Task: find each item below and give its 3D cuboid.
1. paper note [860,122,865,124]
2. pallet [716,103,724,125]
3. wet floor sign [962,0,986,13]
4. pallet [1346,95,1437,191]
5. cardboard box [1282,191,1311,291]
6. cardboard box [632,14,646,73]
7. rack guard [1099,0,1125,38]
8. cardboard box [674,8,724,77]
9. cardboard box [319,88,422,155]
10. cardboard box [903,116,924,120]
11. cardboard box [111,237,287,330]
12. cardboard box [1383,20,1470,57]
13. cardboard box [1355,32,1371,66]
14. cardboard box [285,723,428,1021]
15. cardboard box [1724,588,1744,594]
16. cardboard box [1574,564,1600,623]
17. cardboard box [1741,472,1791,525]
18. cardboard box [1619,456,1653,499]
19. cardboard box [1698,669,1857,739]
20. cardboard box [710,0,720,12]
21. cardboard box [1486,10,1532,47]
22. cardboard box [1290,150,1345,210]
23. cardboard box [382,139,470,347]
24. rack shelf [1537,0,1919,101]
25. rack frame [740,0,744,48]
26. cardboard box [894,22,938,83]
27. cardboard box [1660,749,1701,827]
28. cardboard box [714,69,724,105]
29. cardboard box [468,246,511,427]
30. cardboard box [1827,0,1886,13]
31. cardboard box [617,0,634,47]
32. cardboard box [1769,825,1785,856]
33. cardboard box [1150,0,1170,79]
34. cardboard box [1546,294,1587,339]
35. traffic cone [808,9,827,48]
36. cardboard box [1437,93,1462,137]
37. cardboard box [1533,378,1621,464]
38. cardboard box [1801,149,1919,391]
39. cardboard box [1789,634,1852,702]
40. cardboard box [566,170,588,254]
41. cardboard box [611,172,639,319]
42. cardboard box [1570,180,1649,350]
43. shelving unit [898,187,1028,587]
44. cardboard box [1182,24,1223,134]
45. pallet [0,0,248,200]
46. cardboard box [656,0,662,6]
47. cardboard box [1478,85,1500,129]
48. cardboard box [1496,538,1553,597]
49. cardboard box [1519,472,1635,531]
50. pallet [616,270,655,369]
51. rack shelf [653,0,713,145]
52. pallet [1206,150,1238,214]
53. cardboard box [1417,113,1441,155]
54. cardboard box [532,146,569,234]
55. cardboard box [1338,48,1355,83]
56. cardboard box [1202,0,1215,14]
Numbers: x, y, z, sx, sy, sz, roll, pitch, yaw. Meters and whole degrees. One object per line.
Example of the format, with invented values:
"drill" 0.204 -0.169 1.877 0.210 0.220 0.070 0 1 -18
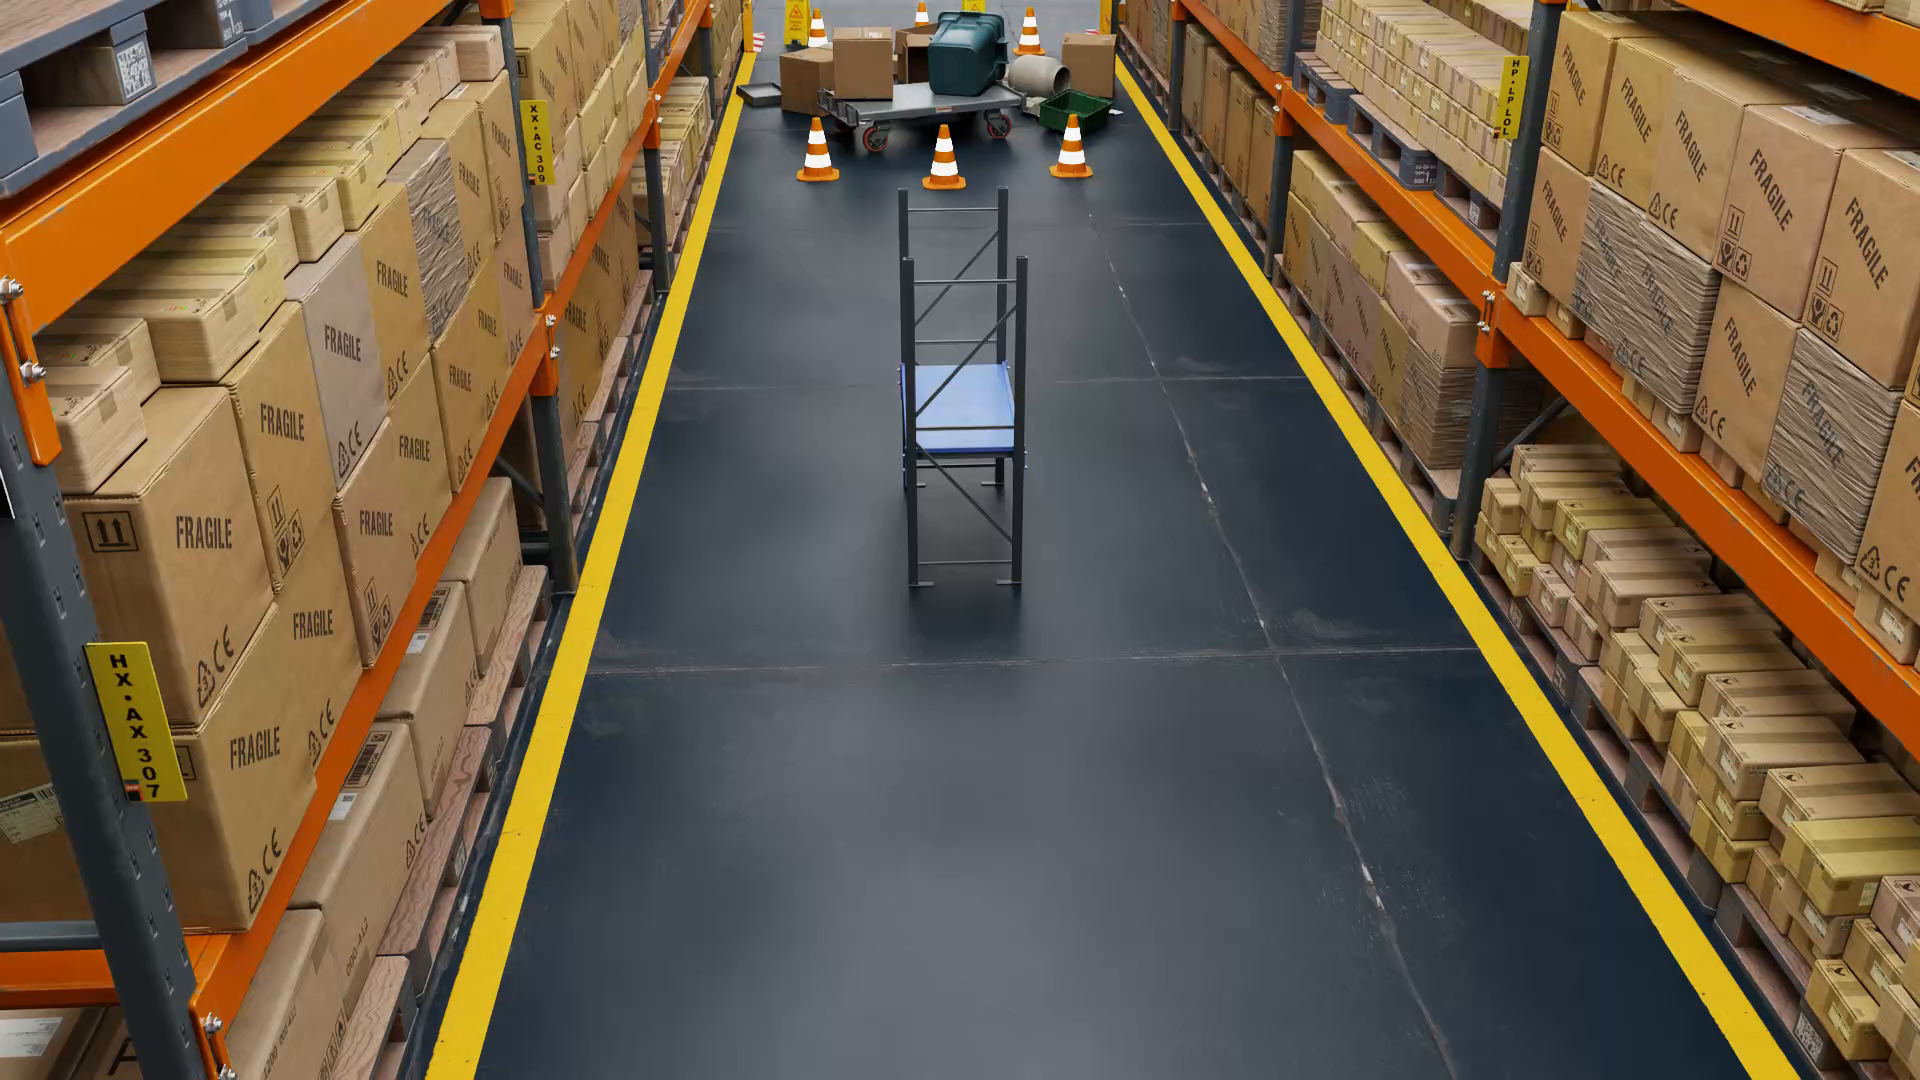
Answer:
"paper note" -0.926 -3.763 14.933 0.148 0.019 0.142 -1 28 -3
"pallet" -2.673 -3.867 14.936 1.003 0.211 1.213 -1 28 -3
"wet floor sign" 0.148 -5.729 18.037 0.267 0.644 0.232 -6 28 -11
"pallet" 2.689 -2.115 8.768 1.003 0.211 1.213 -1 28 -3
"cardboard box" 2.327 -1.858 10.318 0.500 0.500 0.500 -3 28 -5
"cardboard box" -2.115 -2.884 9.658 0.500 0.250 0.500 -1 28 -3
"rack guard" 2.125 -5.710 18.158 1.175 0.500 0.348 -1 28 -3
"cardboard box" -2.364 -4.372 14.598 0.500 0.500 0.500 0 28 0
"cardboard box" -1.862 -1.269 5.049 0.380 0.149 0.250 -2 28 -3
"cardboard box" -0.502 -4.010 15.151 0.258 0.266 0.396 -23 35 -37
"cardboard box" -1.734 -0.561 3.692 0.380 0.149 0.250 -2 28 -4
"cardboard box" 2.445 -2.626 8.716 0.380 0.149 0.250 -1 28 -1
"cardboard box" 2.416 -2.727 9.230 0.380 0.149 0.250 -1 28 -2
"cardboard box" -2.166 0.973 4.958 0.875 0.438 0.875 -1 28 -1
"cardboard box" 3.093 0.302 6.235 0.380 0.149 0.250 -1 28 -1
"cardboard box" 2.615 0.207 6.417 0.380 0.149 0.250 -3 28 -5
"cardboard box" 2.653 -0.170 5.104 0.380 0.149 0.250 -1 28 -2
"cardboard box" 3.032 -0.294 7.055 0.380 0.149 0.250 -1 28 -1
"cardboard box" 2.662 0.555 5.427 0.380 0.149 0.250 -2 28 -4
"cardboard box" -2.310 -4.719 14.562 0.380 0.149 0.250 -1 28 -2
"cardboard box" 3.077 -2.764 8.981 0.380 0.149 0.250 -1 28 -3
"cardboard box" 2.339 -2.199 10.160 0.500 0.250 0.500 -3 28 -5
"cardboard box" -1.830 -0.906 5.055 0.500 0.500 0.500 -1 28 -2
"rack shelf" 2.858 -1.353 4.635 1.077 0.370 4.000 -1 28 -3
"rack frame" -2.811 -6.641 17.240 1.000 3.000 0.127 -1 28 -3
"cardboard box" -0.191 -4.784 16.379 0.797 0.503 0.637 -23 35 -37
"cardboard box" 2.588 0.824 5.555 0.380 0.149 0.250 -1 28 -2
"cardboard box" -2.364 -4.040 14.771 0.500 0.250 0.500 -3 28 -5
"cardboard box" -1.873 -0.698 5.737 0.500 0.500 0.500 -2 28 -4
"cardboard box" 2.580 -1.595 4.484 0.500 0.250 0.500 0 28 0
"cardboard box" -2.070 -2.965 9.002 0.500 0.500 0.500 -1 28 -2
"cardboard box" 2.709 0.924 5.041 0.380 0.149 0.250 -2 28 -3
"cardboard box" 2.322 -4.913 15.769 0.875 0.875 0.875 -1 28 -2
"cardboard box" 2.529 -0.898 6.500 0.380 0.149 0.250 -1 28 -1
"traffic cone" -1.501 -5.349 17.505 0.336 0.463 0.334 -1 28 -3
"cardboard box" 2.491 -2.014 7.863 0.380 0.149 0.250 -2 28 -4
"cardboard box" 2.979 -0.691 8.080 0.500 0.500 0.500 0 28 -1
"cardboard box" 2.627 -0.717 4.370 0.500 0.500 0.500 0 28 0
"cardboard box" 3.077 0.424 5.678 0.380 0.149 0.250 -1 28 -3
"cardboard box" -1.973 -1.481 7.509 0.500 0.250 0.500 -2 28 -4
"cardboard box" -2.441 -1.870 9.935 0.875 0.875 0.875 -2 28 -3
"cardboard box" 2.560 -0.979 5.953 0.500 0.500 0.500 -1 28 -3
"shelving unit" -0.004 -0.704 7.479 0.538 1.500 1.048 -1 28 -3
"cardboard box" 2.458 -3.864 13.894 1.050 0.750 0.750 -2 28 -3
"pallet" -2.025 -0.885 3.056 1.003 0.211 1.213 -1 28 -3
"cardboard box" -2.220 -3.763 10.837 0.500 0.500 0.500 0 28 0
"cardboard box" 2.522 -1.909 7.341 0.380 0.149 0.250 -2 28 -4
"cardboard box" 2.465 0.111 6.922 0.380 0.149 0.250 -1 28 -1
"cardboard box" 2.519 -0.159 6.796 0.380 0.149 0.250 0 28 0
"pallet" -2.428 -1.344 10.099 1.003 0.211 1.213 -1 28 -3
"rack shelf" -2.498 -3.551 12.093 1.077 0.370 4.000 -1 28 -3
"pallet" 2.518 -2.804 12.899 1.003 0.211 1.213 -1 28 -3
"cardboard box" 2.476 -1.998 8.155 0.380 0.149 0.250 -3 28 -5
"cardboard box" -1.926 -1.465 6.936 0.500 0.250 0.500 -2 28 -4
"cardboard box" 2.395 -2.728 9.554 0.380 0.149 0.250 0 28 0
"cardboard box" 2.145 -4.291 12.625 0.500 0.500 0.500 -2 28 -3
